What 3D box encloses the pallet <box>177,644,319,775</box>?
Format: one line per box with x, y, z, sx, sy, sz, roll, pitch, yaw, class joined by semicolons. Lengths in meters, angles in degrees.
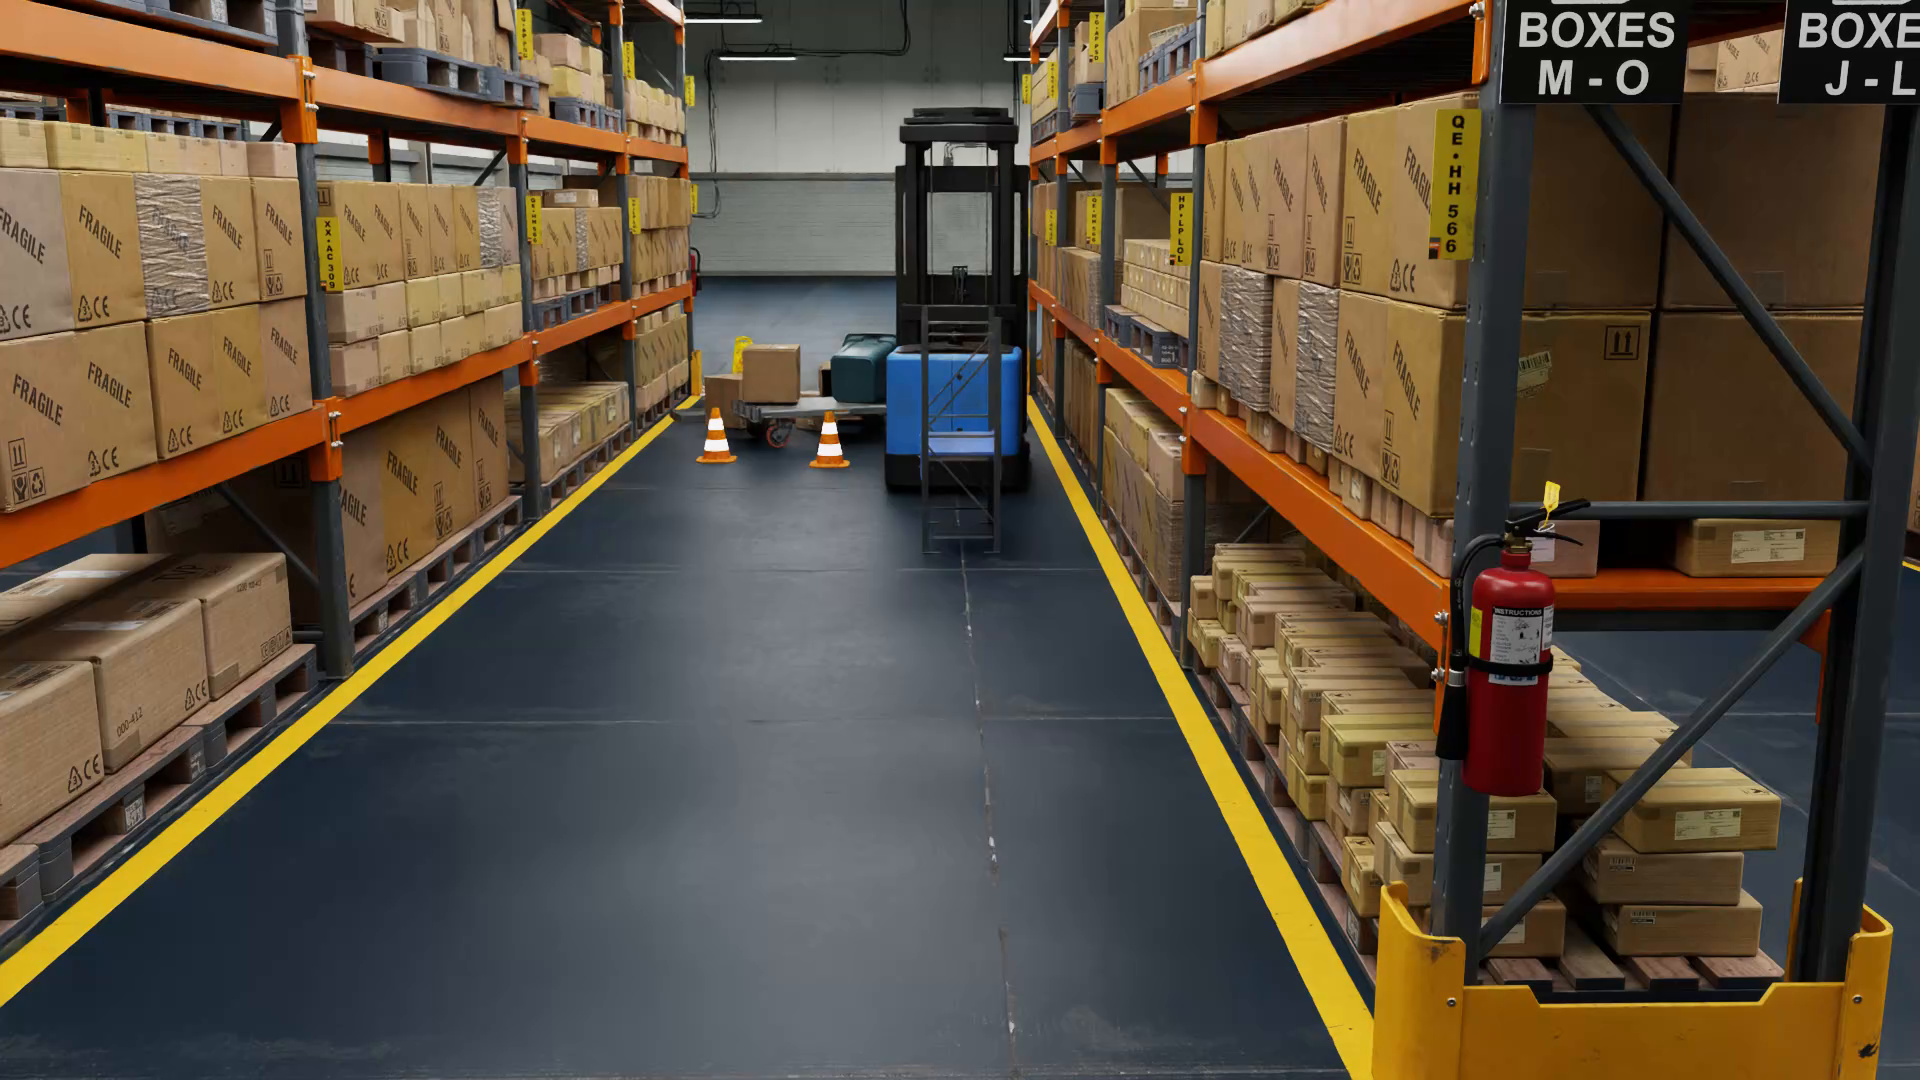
-3.442;0.702;7.068;1.003;0.211;1.213;0;11;-1;pallet

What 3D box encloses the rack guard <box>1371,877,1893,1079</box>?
1.648;1.148;4.141;1.175;0.500;0.348;0;11;-1;rack guard

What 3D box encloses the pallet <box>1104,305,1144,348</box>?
1.606;-1.417;10.979;1.213;0.211;1.003;0;11;-1;pallet

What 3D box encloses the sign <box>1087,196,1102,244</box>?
0.929;-2.216;11.527;0.100;0.325;0.005;0;11;-1;sign

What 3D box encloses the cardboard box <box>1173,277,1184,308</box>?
1.342;-1.319;8.846;0.380;0.149;0.250;-1;11;-3;cardboard box

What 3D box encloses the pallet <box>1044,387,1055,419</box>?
1.436;-1.475;17.798;1.003;0.211;1.213;0;11;-1;pallet

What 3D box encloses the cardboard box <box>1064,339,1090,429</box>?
1.504;-1.427;15.151;1.050;0.750;0.750;0;11;-1;cardboard box

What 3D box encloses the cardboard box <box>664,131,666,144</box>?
-3.340;-4.276;17.682;0.380;0.149;0.250;0;11;-2;cardboard box

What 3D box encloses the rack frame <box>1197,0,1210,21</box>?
1.567;-3.797;7.141;1.000;3.000;0.127;0;11;-1;rack frame

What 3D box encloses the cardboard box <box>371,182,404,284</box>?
-3.140;-1.545;8.363;0.500;0.500;0.500;0;11;-1;cardboard box

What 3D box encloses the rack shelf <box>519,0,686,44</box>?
-3.587;-5.390;16.812;1.077;0.370;4.000;0;11;-1;rack shelf

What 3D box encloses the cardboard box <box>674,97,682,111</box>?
-3.326;-4.873;18.618;0.380;0.149;0.250;0;11;-1;cardboard box

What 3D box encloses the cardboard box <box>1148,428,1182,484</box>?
1.302;-0.454;9.098;0.500;0.250;0.500;0;11;2;cardboard box

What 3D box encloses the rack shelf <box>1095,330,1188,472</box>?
1.526;-0.902;9.768;1.077;0.370;4.000;0;11;-1;rack shelf

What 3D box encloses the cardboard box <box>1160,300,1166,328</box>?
1.331;-1.276;9.382;0.380;0.149;0.250;0;11;1;cardboard box

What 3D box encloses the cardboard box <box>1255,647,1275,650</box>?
1.375;0.469;6.569;0.380;0.149;0.250;0;11;1;cardboard box

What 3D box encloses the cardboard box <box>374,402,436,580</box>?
-3.499;-0.283;9.198;0.875;0.875;0.875;0;11;0;cardboard box

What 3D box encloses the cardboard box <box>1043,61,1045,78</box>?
1.044;-4.813;17.011;0.380;0.149;0.250;0;11;0;cardboard box

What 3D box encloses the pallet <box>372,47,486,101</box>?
-3.370;-2.639;9.452;1.003;0.211;1.213;0;11;1;pallet

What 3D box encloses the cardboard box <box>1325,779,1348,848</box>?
1.386;0.873;5.323;0.380;0.149;0.250;0;11;-1;cardboard box

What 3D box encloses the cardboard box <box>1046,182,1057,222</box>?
1.301;-3.232;16.352;0.875;0.550;0.550;0;11;-1;cardboard box

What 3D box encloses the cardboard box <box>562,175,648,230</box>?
-3.338;-3.180;15.673;0.700;0.500;0.500;0;11;-2;cardboard box

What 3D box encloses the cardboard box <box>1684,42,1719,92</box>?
6.294;-3.893;13.841;0.797;0.503;0.637;0;11;1;cardboard box

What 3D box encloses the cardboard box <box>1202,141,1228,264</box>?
1.333;-1.451;7.151;0.500;0.500;0.500;0;11;0;cardboard box

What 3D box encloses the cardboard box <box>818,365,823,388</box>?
-1.060;-1.639;17.874;0.797;0.503;0.637;-10;15;-40;cardboard box

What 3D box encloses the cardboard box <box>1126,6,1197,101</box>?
1.263;-2.857;9.804;0.500;0.500;0.500;0;11;-1;cardboard box

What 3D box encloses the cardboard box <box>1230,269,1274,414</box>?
1.317;-0.753;6.228;0.500;0.500;0.500;0;11;-2;cardboard box

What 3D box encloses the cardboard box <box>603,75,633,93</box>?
-3.225;-4.208;15.339;0.380;0.149;0.250;0;11;-2;cardboard box

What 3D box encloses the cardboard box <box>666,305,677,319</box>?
-3.274;-2.464;18.004;0.380;0.149;0.250;0;11;0;cardboard box

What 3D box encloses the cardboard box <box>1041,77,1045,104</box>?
1.105;-4.641;17.169;0.500;0.250;0.500;0;11;-1;cardboard box

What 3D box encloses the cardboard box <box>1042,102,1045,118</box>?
1.042;-4.423;17.097;0.380;0.149;0.250;0;11;-1;cardboard box

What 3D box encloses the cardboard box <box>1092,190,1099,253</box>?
1.450;-2.584;13.486;0.700;0.500;0.500;0;11;-2;cardboard box

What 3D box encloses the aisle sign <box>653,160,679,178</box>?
-3.339;-4.489;19.104;0.394;0.787;0.004;0;11;-1;aisle sign

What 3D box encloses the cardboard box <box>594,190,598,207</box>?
-3.283;-2.897;14.108;0.380;0.149;0.250;-1;11;-3;cardboard box

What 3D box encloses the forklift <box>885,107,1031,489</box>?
0.032;-2.079;13.937;1.130;2.935;3.031;1;11;3;forklift

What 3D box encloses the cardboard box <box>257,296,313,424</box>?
-3.115;-0.774;7.079;0.500;0.500;0.500;0;11;-1;cardboard box

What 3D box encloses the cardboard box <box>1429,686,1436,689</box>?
1.808;0.618;5.833;0.380;0.149;0.250;0;11;2;cardboard box

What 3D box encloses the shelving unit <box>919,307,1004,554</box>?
-0.002;-0.752;10.994;0.538;1.500;1.048;0;11;-1;shelving unit

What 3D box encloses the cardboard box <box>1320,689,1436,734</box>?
1.363;0.581;5.268;0.380;0.149;0.250;-1;11;-3;cardboard box

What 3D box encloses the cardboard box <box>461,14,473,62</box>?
-3.084;-2.949;9.788;0.396;0.266;0.258;-1;11;-3;cardboard box

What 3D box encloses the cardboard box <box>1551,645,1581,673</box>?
1.932;0.471;5.810;0.380;0.149;0.250;0;11;0;cardboard box

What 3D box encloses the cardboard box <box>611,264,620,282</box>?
-3.259;-2.388;14.861;0.380;0.149;0.250;0;11;0;cardboard box

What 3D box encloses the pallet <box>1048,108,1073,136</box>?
1.395;-4.036;16.088;1.003;0.211;1.213;0;11;-1;pallet

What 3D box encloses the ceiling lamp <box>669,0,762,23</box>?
-5.080;-12.243;34.093;2.000;3.185;0.800;0;11;-1;ceiling lamp

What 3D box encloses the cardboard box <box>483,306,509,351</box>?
-3.166;-1.337;10.482;0.500;0.250;0.500;0;11;0;cardboard box

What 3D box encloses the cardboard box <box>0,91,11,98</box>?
-8.181;-3.770;13.876;0.380;0.149;0.250;0;11;-1;cardboard box

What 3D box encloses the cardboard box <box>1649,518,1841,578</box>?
1.971;-0.004;4.167;0.380;0.149;0.250;0;11;-2;cardboard box

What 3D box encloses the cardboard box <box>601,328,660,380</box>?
-3.310;-1.857;16.641;0.500;0.500;0.500;0;11;1;cardboard box

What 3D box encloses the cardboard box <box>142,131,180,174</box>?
-3.099;-1.411;6.071;0.380;0.149;0.250;0;11;-2;cardboard box

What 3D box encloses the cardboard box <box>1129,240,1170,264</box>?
1.308;-1.880;10.861;0.380;0.149;0.250;-1;11;-3;cardboard box

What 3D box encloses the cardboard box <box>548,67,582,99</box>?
-3.373;-3.691;13.487;0.500;0.250;0.500;0;11;0;cardboard box

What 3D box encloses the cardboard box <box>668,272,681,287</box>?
-3.271;-2.853;18.209;0.380;0.149;0.250;0;11;0;cardboard box

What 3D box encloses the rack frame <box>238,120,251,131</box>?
-8.590;-6.121;18.595;1.000;3.000;0.127;0;11;-1;rack frame

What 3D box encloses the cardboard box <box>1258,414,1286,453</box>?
1.321;-0.414;6.189;0.380;0.149;0.250;0;11;1;cardboard box

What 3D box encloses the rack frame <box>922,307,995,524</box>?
-0.012;-0.853;11.492;0.500;1.500;0.032;0;11;-1;rack frame
